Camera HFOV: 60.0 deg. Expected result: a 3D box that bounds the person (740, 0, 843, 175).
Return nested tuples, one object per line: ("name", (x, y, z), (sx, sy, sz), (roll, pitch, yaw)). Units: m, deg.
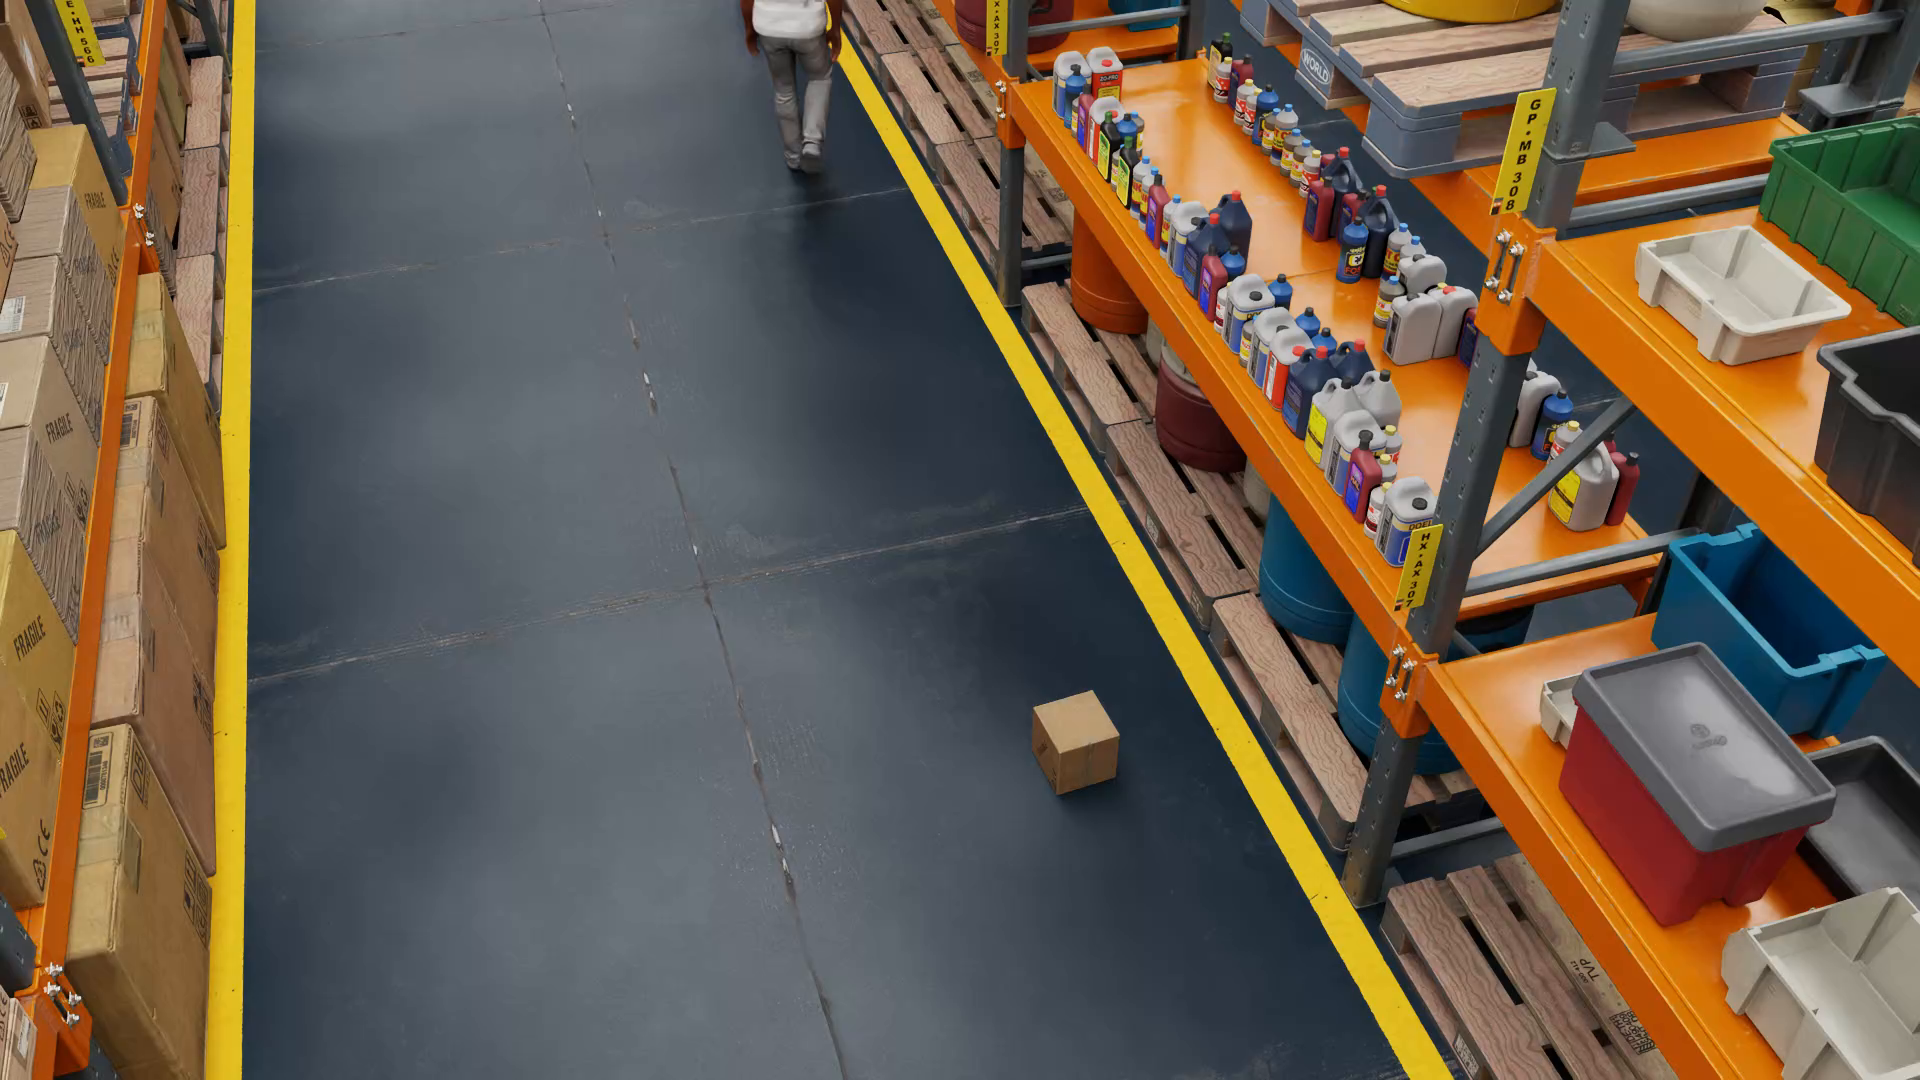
("person", (-0.931, -2.857, 9.289), (0.570, 1.758, 0.587), (0, 42, 0))
